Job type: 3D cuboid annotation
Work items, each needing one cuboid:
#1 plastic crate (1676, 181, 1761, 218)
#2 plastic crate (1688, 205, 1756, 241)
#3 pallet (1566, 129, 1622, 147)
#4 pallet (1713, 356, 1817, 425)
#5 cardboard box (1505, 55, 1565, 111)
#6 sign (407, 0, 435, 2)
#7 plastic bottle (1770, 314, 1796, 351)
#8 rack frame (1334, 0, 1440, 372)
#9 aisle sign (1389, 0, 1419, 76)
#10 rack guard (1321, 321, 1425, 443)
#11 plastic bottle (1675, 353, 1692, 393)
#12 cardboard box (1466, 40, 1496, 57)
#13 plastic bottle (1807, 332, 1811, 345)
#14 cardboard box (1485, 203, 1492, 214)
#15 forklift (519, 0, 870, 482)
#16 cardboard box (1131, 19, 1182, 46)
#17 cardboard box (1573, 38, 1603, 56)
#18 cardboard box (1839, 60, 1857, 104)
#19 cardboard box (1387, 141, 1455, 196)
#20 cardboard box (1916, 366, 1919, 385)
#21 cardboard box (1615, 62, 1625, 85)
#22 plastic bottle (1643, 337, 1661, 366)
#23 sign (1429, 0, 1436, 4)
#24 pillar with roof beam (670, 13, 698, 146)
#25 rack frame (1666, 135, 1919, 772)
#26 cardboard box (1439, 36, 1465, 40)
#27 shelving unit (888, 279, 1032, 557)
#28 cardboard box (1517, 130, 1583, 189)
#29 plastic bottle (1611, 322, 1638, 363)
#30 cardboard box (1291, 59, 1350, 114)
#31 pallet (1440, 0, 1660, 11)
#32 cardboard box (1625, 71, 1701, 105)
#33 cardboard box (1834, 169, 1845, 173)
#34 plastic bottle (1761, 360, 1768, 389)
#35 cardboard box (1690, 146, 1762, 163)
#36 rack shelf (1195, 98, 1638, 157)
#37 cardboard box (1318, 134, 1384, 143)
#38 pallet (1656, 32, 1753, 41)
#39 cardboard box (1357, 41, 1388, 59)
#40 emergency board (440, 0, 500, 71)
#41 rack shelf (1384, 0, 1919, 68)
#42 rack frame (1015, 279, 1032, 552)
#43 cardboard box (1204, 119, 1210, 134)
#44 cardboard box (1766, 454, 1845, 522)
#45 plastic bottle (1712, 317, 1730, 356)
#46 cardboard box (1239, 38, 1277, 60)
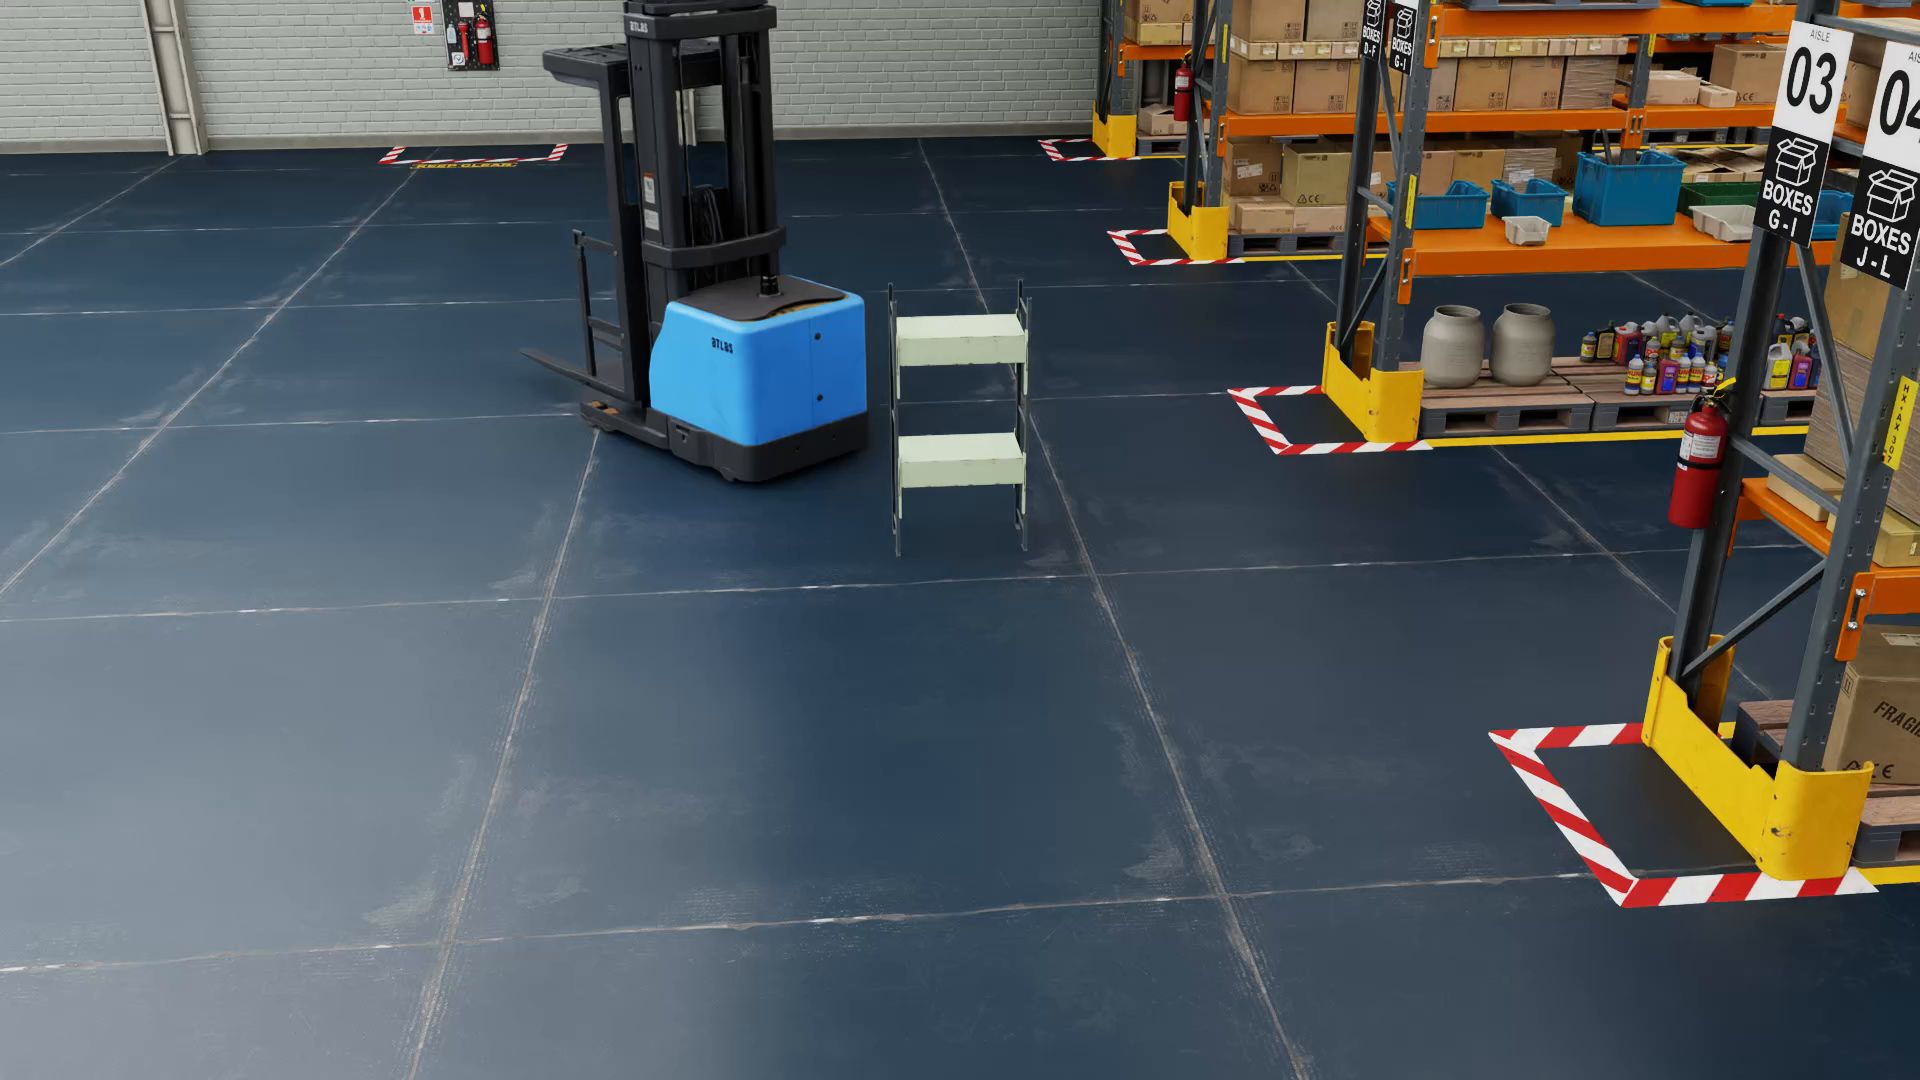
[{"bbox_3d":[5.410,-2.365,11.639,0.662,0.188,0.450,-2,24,-5],"label":"plastic crate"},{"bbox_3d":[5.198,-2.114,11.138,0.437,0.136,0.530,-2,24,-5],"label":"plastic crate"},{"bbox_3d":[7.806,-5.214,21.220,1.213,0.211,1.003,-2,24,-5],"label":"pallet"},{"bbox_3d":[6.116,-1.118,12.005,1.213,0.211,1.003,-2,24,-5],"label":"pallet"},{"bbox_3d":[5.340,-4.406,15.847,0.500,0.500,0.700,-3,24,-6],"label":"cardboard box"},{"bbox_3d":[-6.543,-6.576,20.156,0.331,0.109,0.001,-2,24,-5],"label":"sign"},{"bbox_3d":[5.959,-1.470,12.083,0.185,0.351,0.144,-2,24,-5],"label":"plastic bottle"},{"bbox_3d":[2.808,-2.242,11.102,0.127,3.000,1.000,-2,24,-5],"label":"rack frame"},{"bbox_3d":[2.765,-3.309,10.301,0.004,0.787,0.394,-2,24,-5],"label":"aisle sign"},{"bbox_3d":[2.879,-1.122,11.659,0.348,0.500,1.175,-2,24,-5],"label":"rack guard"},{"bbox_3d":[4.984,-1.157,11.477,0.097,0.271,0.097,0,24,0],"label":"plastic bottle"},{"bbox_3d":[4.792,-4.599,15.482,0.250,0.149,0.380,-2,24,-4],"label":"cardboard box"},{"bbox_3d":[6.226,-1.481,12.292,0.097,0.201,0.097,0,24,0],"label":"plastic bottle"},{"bbox_3d":[4.871,-3.191,16.104,0.500,0.250,0.500,-2,24,-5],"label":"cardboard box"},{"bbox_3d":[-1.986,-2.205,11.103,1.130,2.935,3.031,-22,32,-40],"label":"forklift"},{"bbox_3d":[2.351,-6.078,19.892,0.500,0.250,0.500,-3,24,-7],"label":"cardboard box"},{"bbox_3d":[5.810,-4.640,15.574,0.250,0.149,0.380,-3,24,-6],"label":"cardboard box"},{"bbox_3d":[8.618,-4.536,16.139,0.500,0.500,0.500,-4,24,-8],"label":"cardboard box"},{"bbox_3d":[4.373,-3.513,15.906,0.500,0.500,0.500,-2,24,-5],"label":"cardboard box"},{"bbox_3d":[3.869,-0.791,6.115,0.500,0.500,0.500,-2,24,-5],"label":"cardboard box"},{"bbox_3d":[7.999,-5.898,20.939,0.500,0.250,0.500,-2,24,-5],"label":"cardboard box"},{"bbox_3d":[5.015,-1.370,12.043,0.097,0.201,0.097,0,24,0],"label":"plastic bottle"},{"bbox_3d":[2.858,-3.395,9.990,0.005,0.325,0.100,-2,24,-5],"label":"sign"},{"bbox_3d":[-3.102,-7.386,15.288,0.400,9.000,9.100,-2,24,-5],"label":"pillar with roof beam"},{"bbox_3d":[3.295,-0.240,6.598,0.127,3.000,1.000,-2,24,-5],"label":"rack frame"},{"bbox_3d":[4.366,-4.962,15.501,0.500,0.500,0.700,-2,24,-5],"label":"cardboard box"},{"bbox_3d":[-0.007,-0.685,9.445,0.755,1.500,0.431,-2,24,-5],"label":"shelving unit"},{"bbox_3d":[5.813,-3.790,16.530,0.500,0.500,0.500,-2,24,-5],"label":"cardboard box"},{"bbox_3d":[4.846,-1.448,12.127,0.135,0.276,0.152,-2,24,-5],"label":"plastic bottle"},{"bbox_3d":[3.313,-4.327,15.668,0.500,0.500,0.700,-2,24,-4],"label":"cardboard box"},{"bbox_3d":[3.641,-3.520,10.516,1.213,0.211,1.003,-2,24,-5],"label":"pallet"},{"bbox_3d":[6.791,-4.373,16.080,0.500,0.250,0.500,-1,24,-2],"label":"cardboard box"},{"bbox_3d":[8.271,-3.574,16.275,0.500,0.311,0.500,-2,24,-4],"label":"cardboard box"},{"bbox_3d":[5.501,-1.191,11.548,0.135,0.276,0.152,-2,24,-4],"label":"plastic bottle"},{"bbox_3d":[7.694,-3.770,16.717,0.500,0.311,0.500,-2,24,-5],"label":"cardboard box"},{"bbox_3d":[4.315,-3.996,15.932,4.000,0.370,1.077,-2,24,-5],"label":"rack shelf"},{"bbox_3d":[3.823,-3.710,16.349,0.500,0.500,0.500,-2,24,-5],"label":"cardboard box"},{"bbox_3d":[9.097,-6.407,20.708,1.003,0.211,1.213,-2,24,-5],"label":"pallet"},{"bbox_3d":[3.764,-4.557,15.388,0.250,0.149,0.380,-3,24,-7],"label":"cardboard box"},{"bbox_3d":[-5.988,-6.302,20.234,0.643,1.169,0.194,-2,24,-5],"label":"emergency board"},{"bbox_3d":[4.798,-3.364,10.818,4.000,0.370,1.077,-2,24,-5],"label":"rack shelf"},{"bbox_3d":[0.358,-0.700,9.478,0.023,1.500,0.400,-2,24,-5],"label":"rack frame"},{"bbox_3d":[3.099,-5.233,20.599,0.500,0.311,0.500,0,24,-1],"label":"cardboard box"},{"bbox_3d":[3.558,-0.220,6.862,0.250,0.149,0.380,-2,24,-5],"label":"cardboard box"},{"bbox_3d":[5.588,-1.500,12.234,0.133,0.283,0.061,-1,24,-3],"label":"plastic bottle"},{"bbox_3d":[2.736,-4.515,15.294,0.250,0.149,0.380,-2,24,-6],"label":"cardboard box"}]
